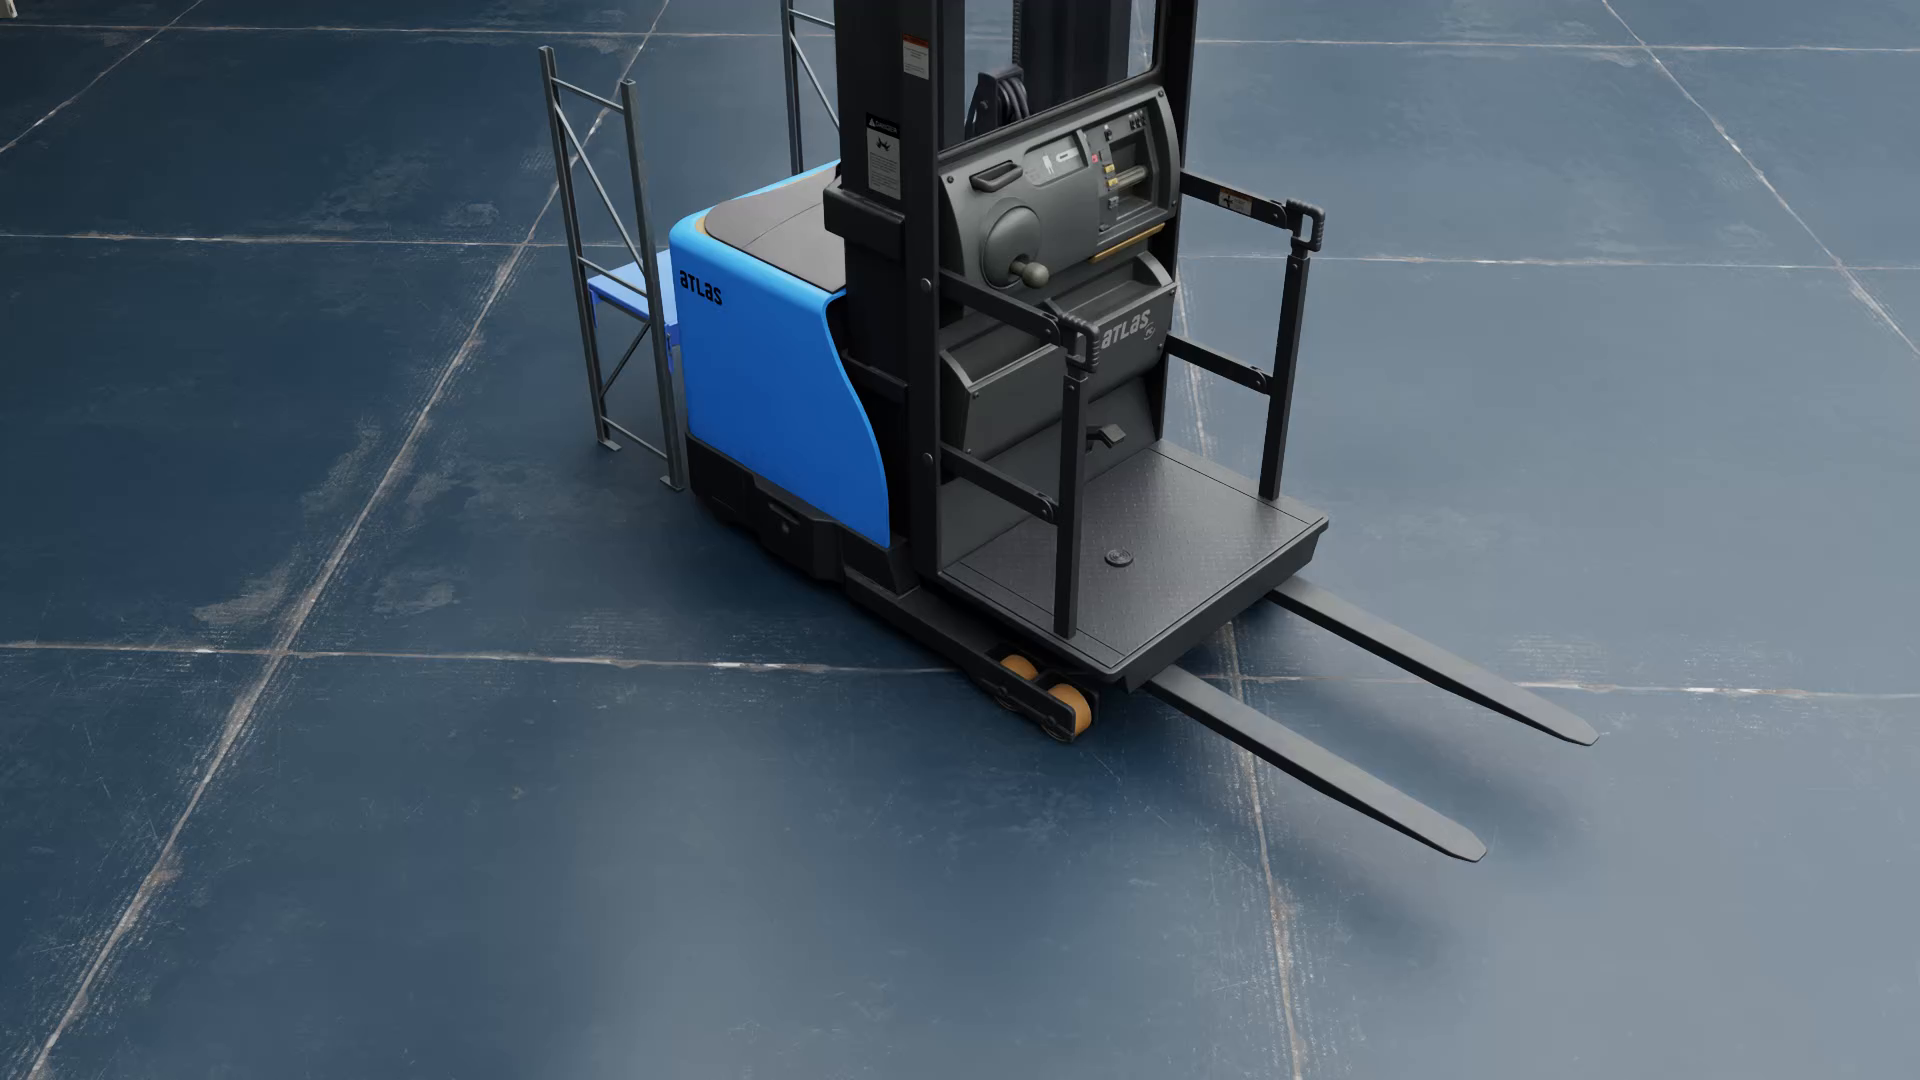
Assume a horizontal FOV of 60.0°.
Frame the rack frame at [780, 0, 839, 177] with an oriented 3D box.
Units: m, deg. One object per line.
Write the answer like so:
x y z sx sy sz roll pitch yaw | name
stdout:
-0.465 -1.308 6.303 0.032 1.500 0.500 -30 44 -35 | rack frame

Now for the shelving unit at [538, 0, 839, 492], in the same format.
-0.825 -1.102 6.010 1.048 1.500 0.538 -30 44 -35 | shelving unit

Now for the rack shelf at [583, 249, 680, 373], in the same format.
-0.824 -0.954 6.112 1.000 0.185 0.538 -30 44 -35 | rack shelf

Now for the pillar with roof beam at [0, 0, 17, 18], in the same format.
-1.776 -6.770 7.557 9.100 9.000 0.400 1 35 2 | pillar with roof beam

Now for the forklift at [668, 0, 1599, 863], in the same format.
0.452 -0.946 4.548 3.031 2.935 1.130 29 44 35 | forklift

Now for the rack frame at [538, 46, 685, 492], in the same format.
-1.186 -0.896 5.717 0.032 1.500 0.500 -30 44 -35 | rack frame
